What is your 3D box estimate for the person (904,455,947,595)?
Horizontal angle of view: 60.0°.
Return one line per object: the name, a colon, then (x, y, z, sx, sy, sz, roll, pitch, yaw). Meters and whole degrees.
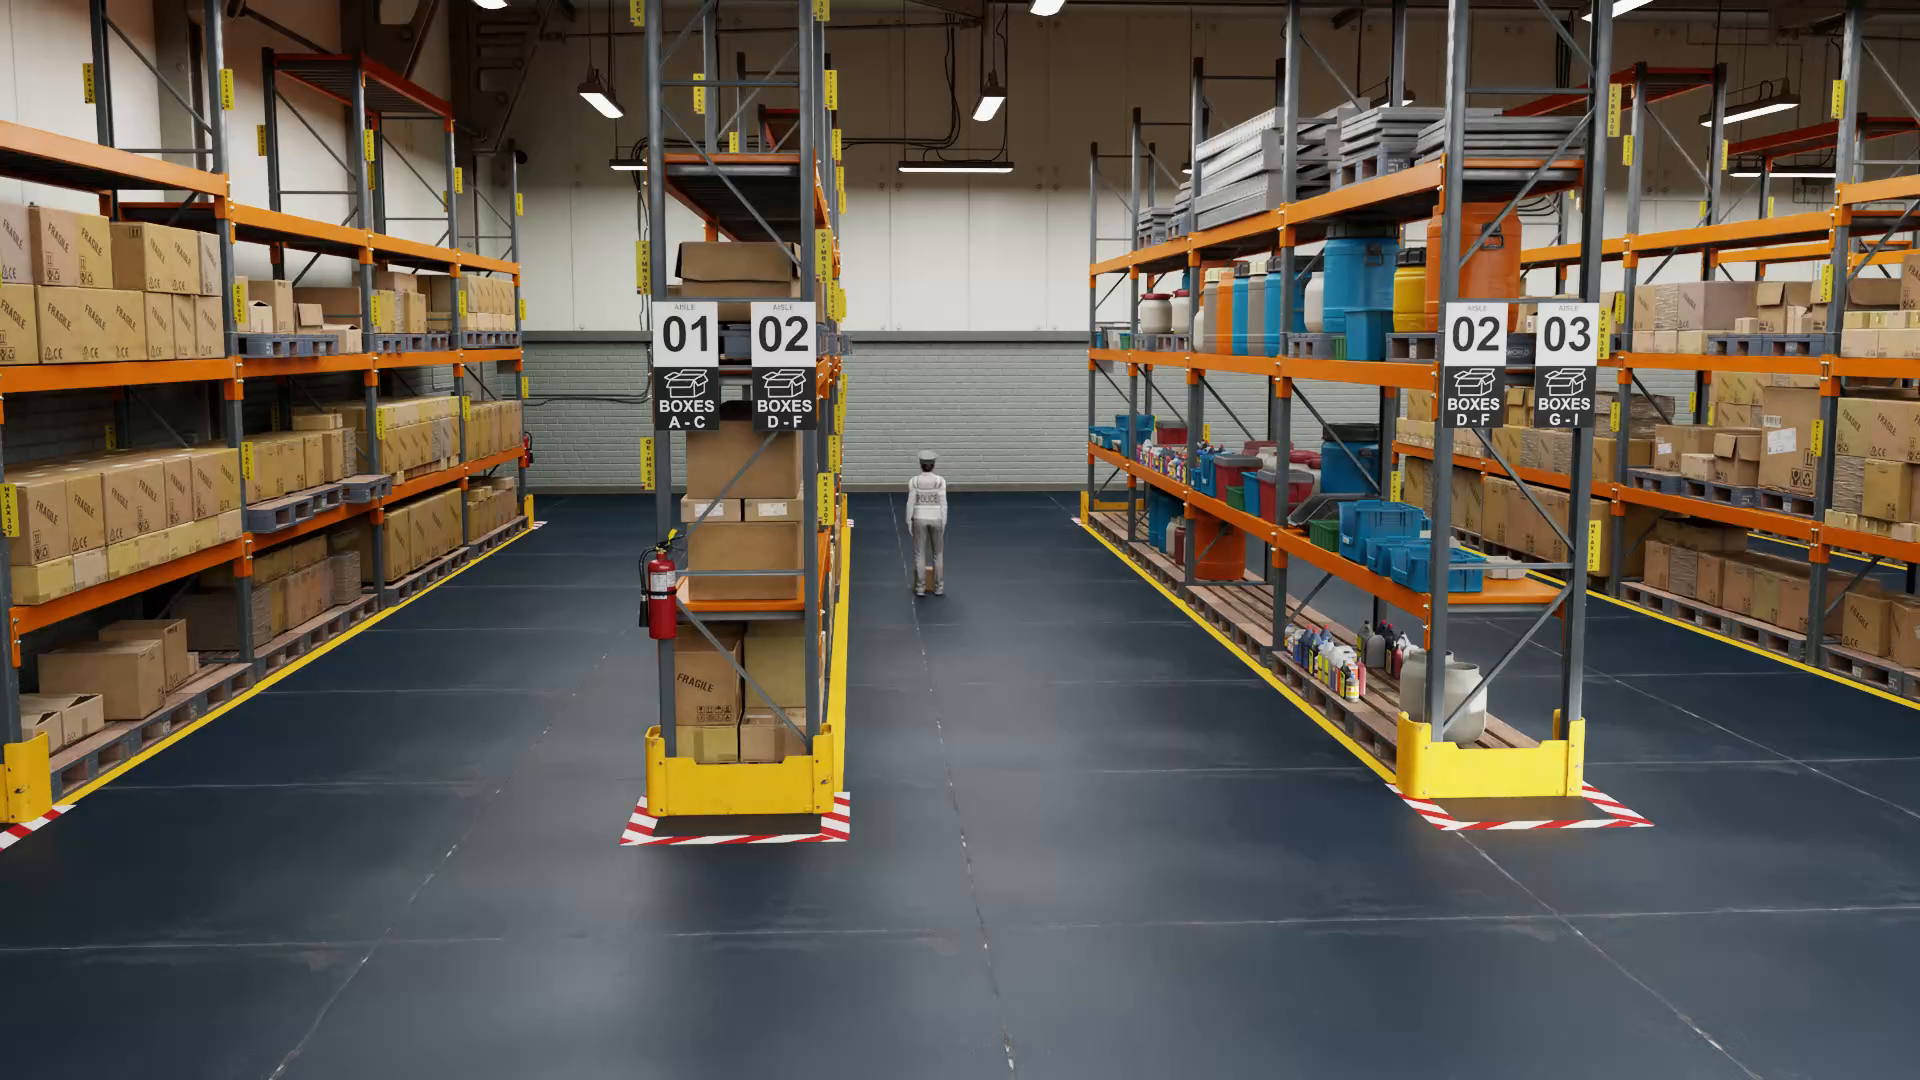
person: (-0.397, -0.169, 19.271, 0.492, 1.641, 0.412, 0, 7, -2)
